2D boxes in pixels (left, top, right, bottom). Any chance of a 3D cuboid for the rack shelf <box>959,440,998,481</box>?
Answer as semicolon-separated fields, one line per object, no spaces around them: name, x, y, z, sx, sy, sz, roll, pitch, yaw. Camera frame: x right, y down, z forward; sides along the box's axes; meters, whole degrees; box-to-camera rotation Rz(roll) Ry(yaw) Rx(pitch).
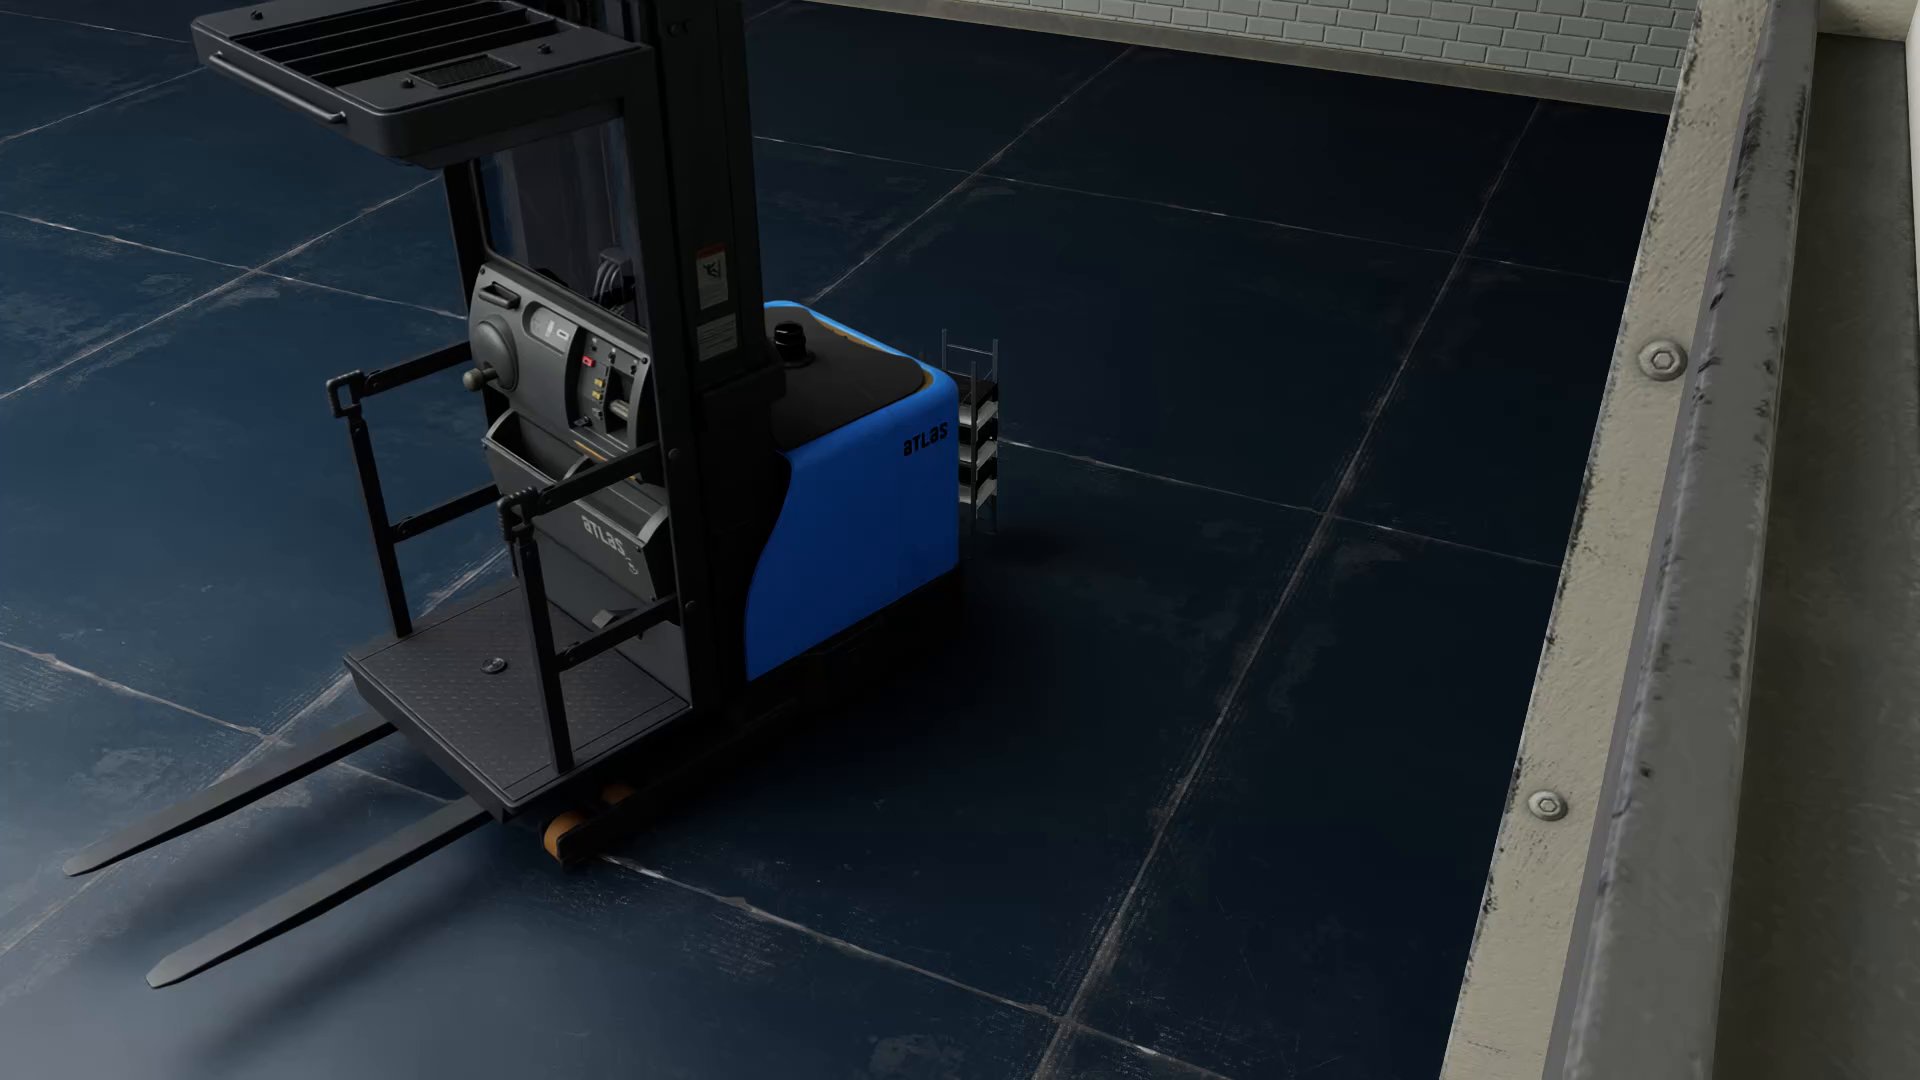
rack shelf;-0.003;-0.344;6.665;0.258;0.077;0.200;14;36;20

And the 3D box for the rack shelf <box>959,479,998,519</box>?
rack shelf;-0.003;-0.194;6.764;0.258;0.077;0.200;14;36;20

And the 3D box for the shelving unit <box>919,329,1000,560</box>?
shelving unit;-0.003;-0.372;6.647;0.258;0.900;0.210;14;36;20

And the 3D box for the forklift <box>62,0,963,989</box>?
forklift;-1.391;-0.511;5.006;3.031;2.935;1.130;-28;43;-36

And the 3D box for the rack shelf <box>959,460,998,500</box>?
rack shelf;-0.003;-0.269;6.714;0.258;0.077;0.200;14;36;20

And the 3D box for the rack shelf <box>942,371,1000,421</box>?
rack shelf;-0.003;-0.570;6.517;0.258;0.077;0.200;14;36;20

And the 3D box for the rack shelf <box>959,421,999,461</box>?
rack shelf;-0.003;-0.420;6.616;0.258;0.077;0.200;14;36;20

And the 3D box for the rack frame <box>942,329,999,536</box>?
rack frame;0.039;-0.423;6.724;0.240;0.900;0.006;14;36;20

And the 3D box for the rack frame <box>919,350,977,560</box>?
rack frame;-0.046;-0.322;6.570;0.240;0.900;0.006;14;36;20

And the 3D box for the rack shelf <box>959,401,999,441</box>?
rack shelf;-0.003;-0.495;6.566;0.258;0.077;0.200;14;36;20
